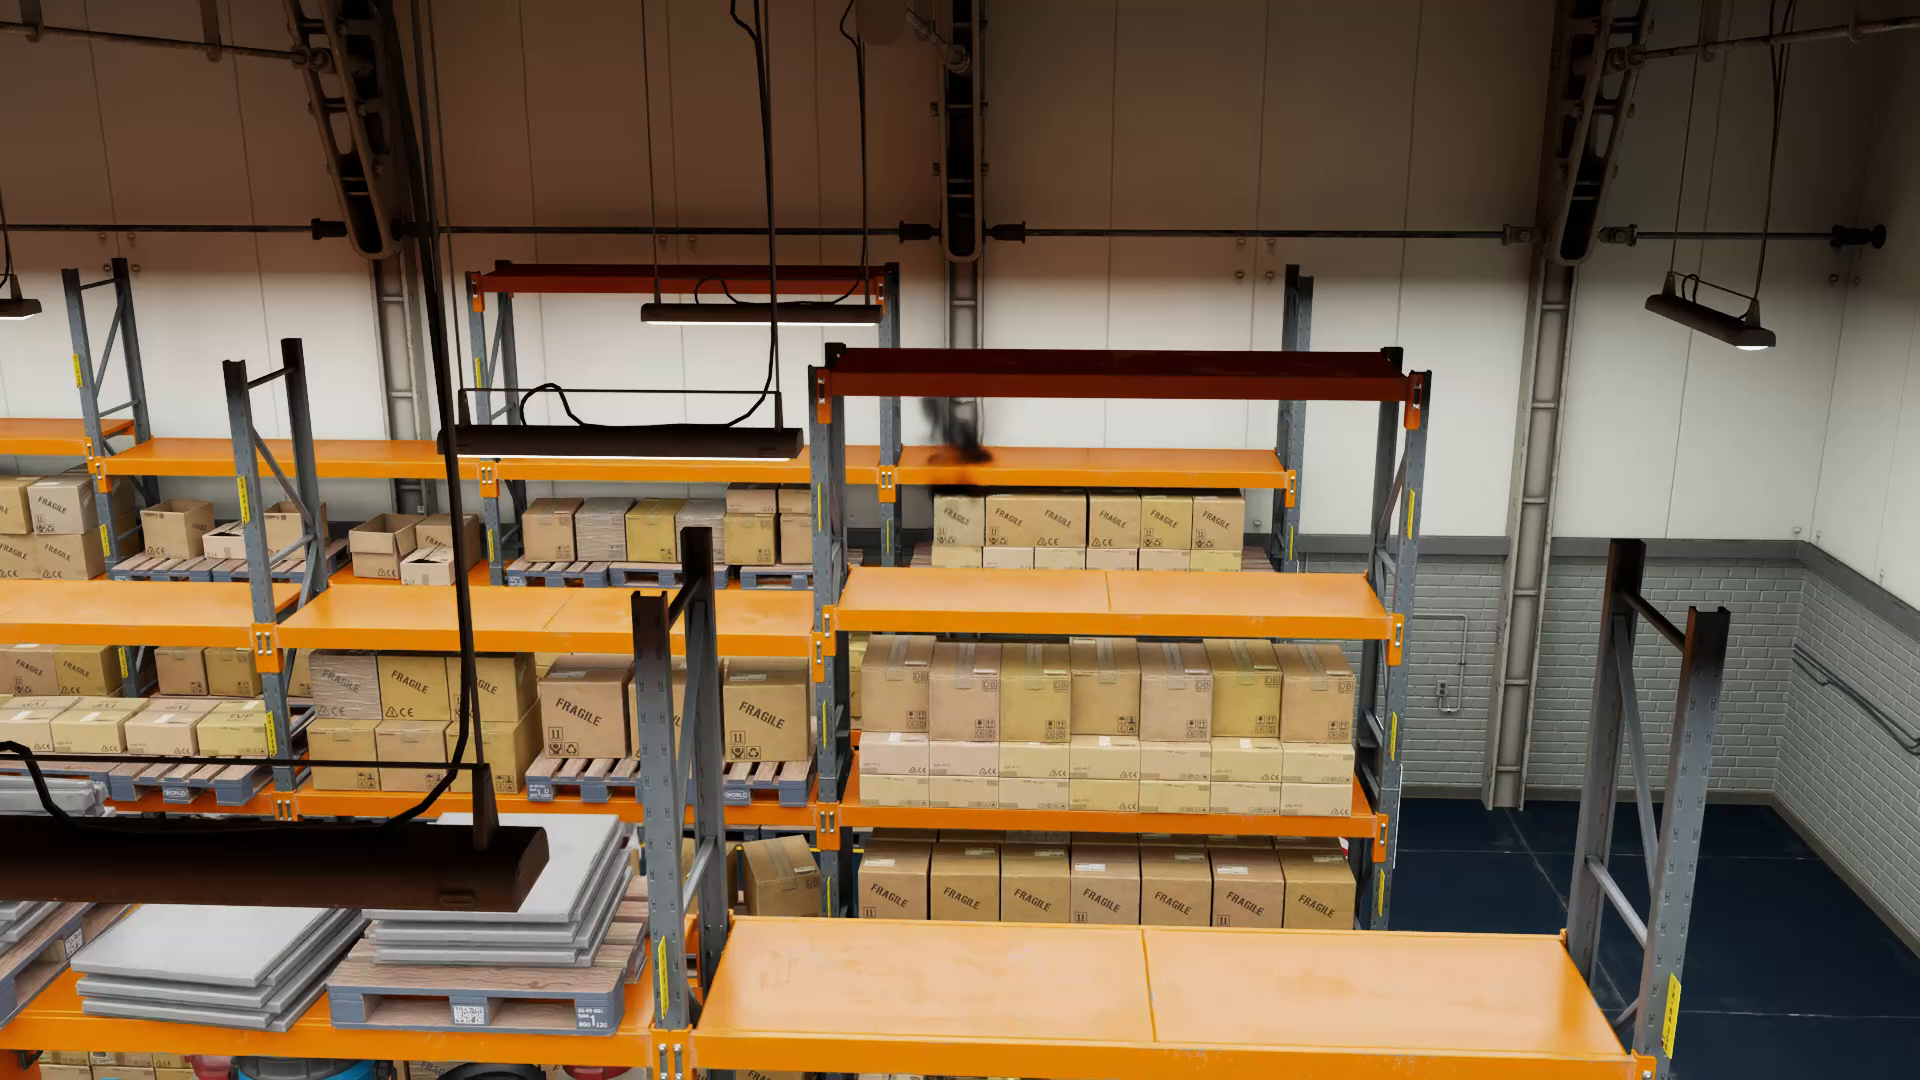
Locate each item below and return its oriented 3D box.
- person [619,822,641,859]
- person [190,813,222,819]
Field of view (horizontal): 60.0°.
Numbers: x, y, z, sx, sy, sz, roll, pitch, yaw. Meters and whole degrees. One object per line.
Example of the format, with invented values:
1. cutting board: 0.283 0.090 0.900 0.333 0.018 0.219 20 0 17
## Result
1. person: -3.193 2.909 15.448 0.597 1.736 0.676 -4 17 -13
2. person: -6.485 3.158 14.659 0.863 1.821 0.570 -2 16 -7
